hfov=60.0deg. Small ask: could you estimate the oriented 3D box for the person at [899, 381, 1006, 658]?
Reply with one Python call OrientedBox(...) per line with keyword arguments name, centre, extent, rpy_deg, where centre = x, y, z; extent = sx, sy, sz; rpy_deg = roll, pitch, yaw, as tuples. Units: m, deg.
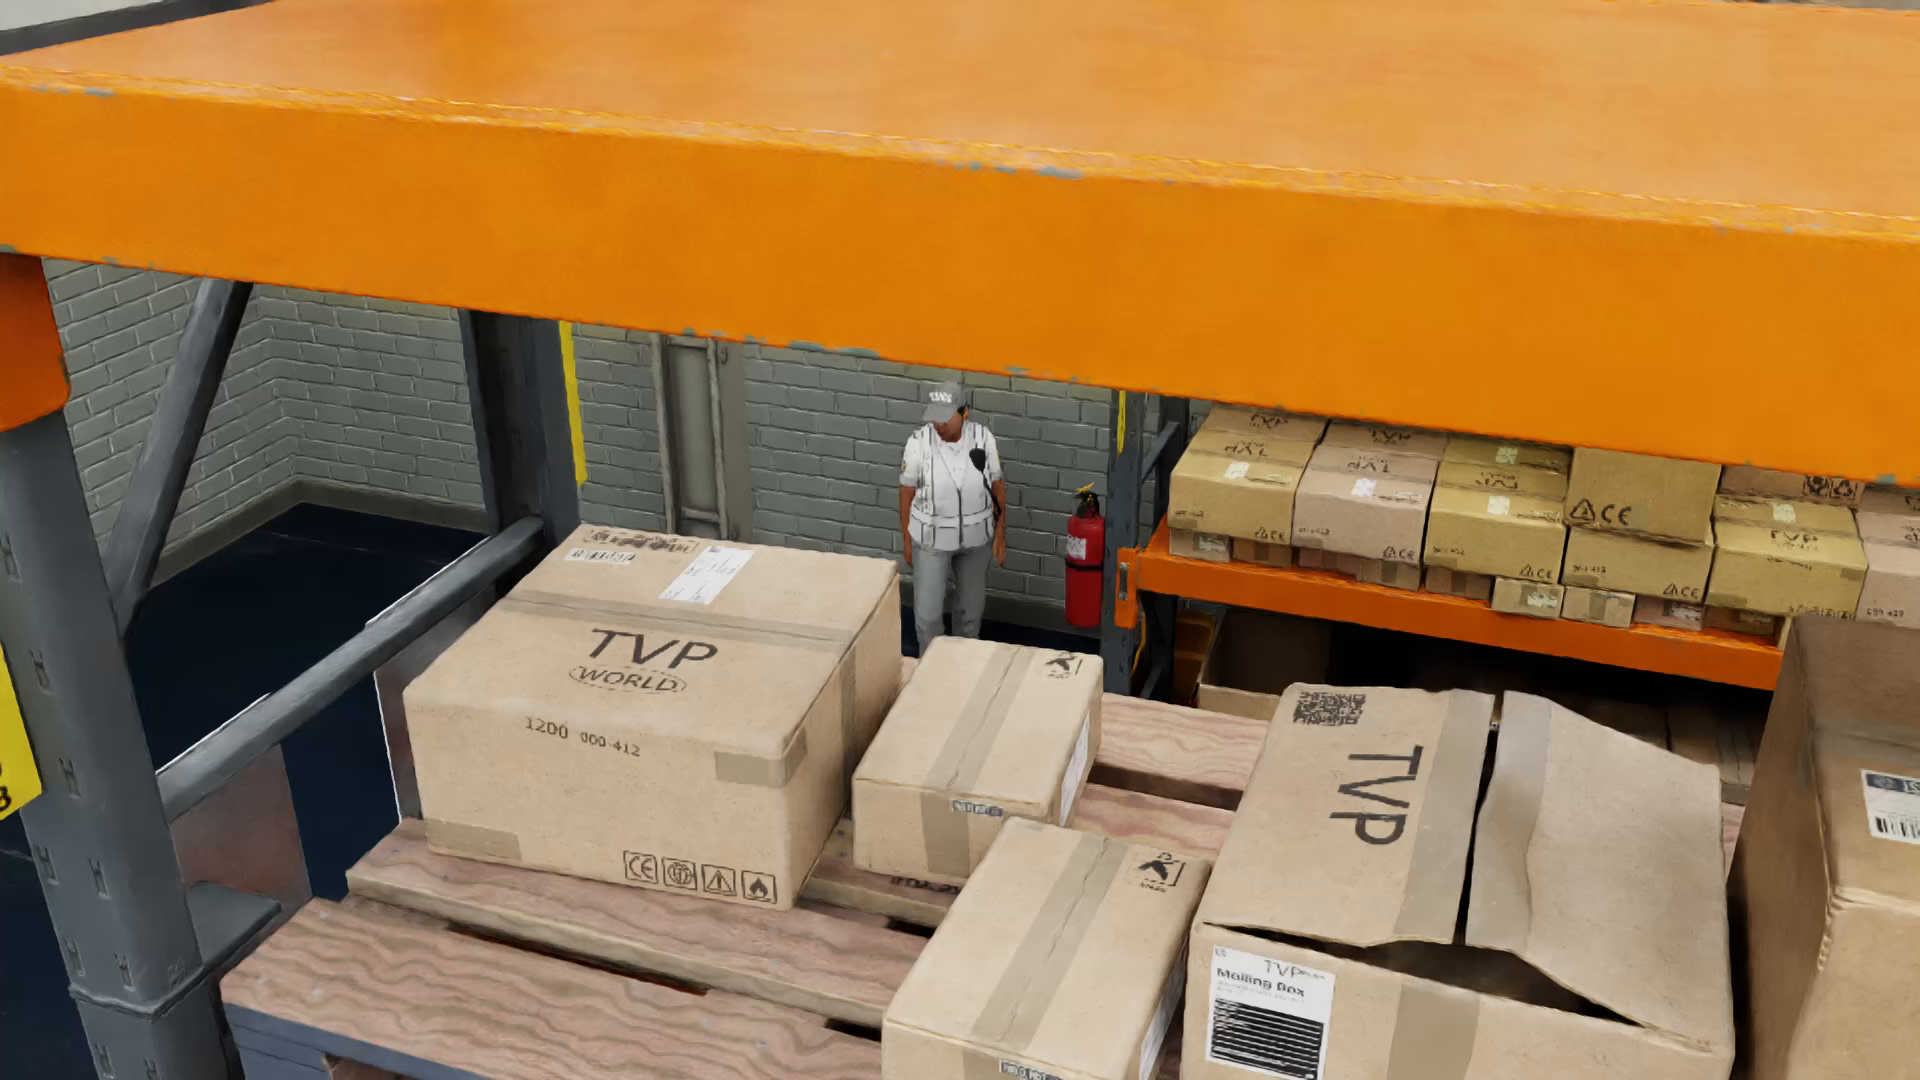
OrientedBox(name="person", centre=(-0.033, 0.018, 8.134), extent=(0.515, 1.727, 0.455), rpy_deg=(-7, 27, -15))
